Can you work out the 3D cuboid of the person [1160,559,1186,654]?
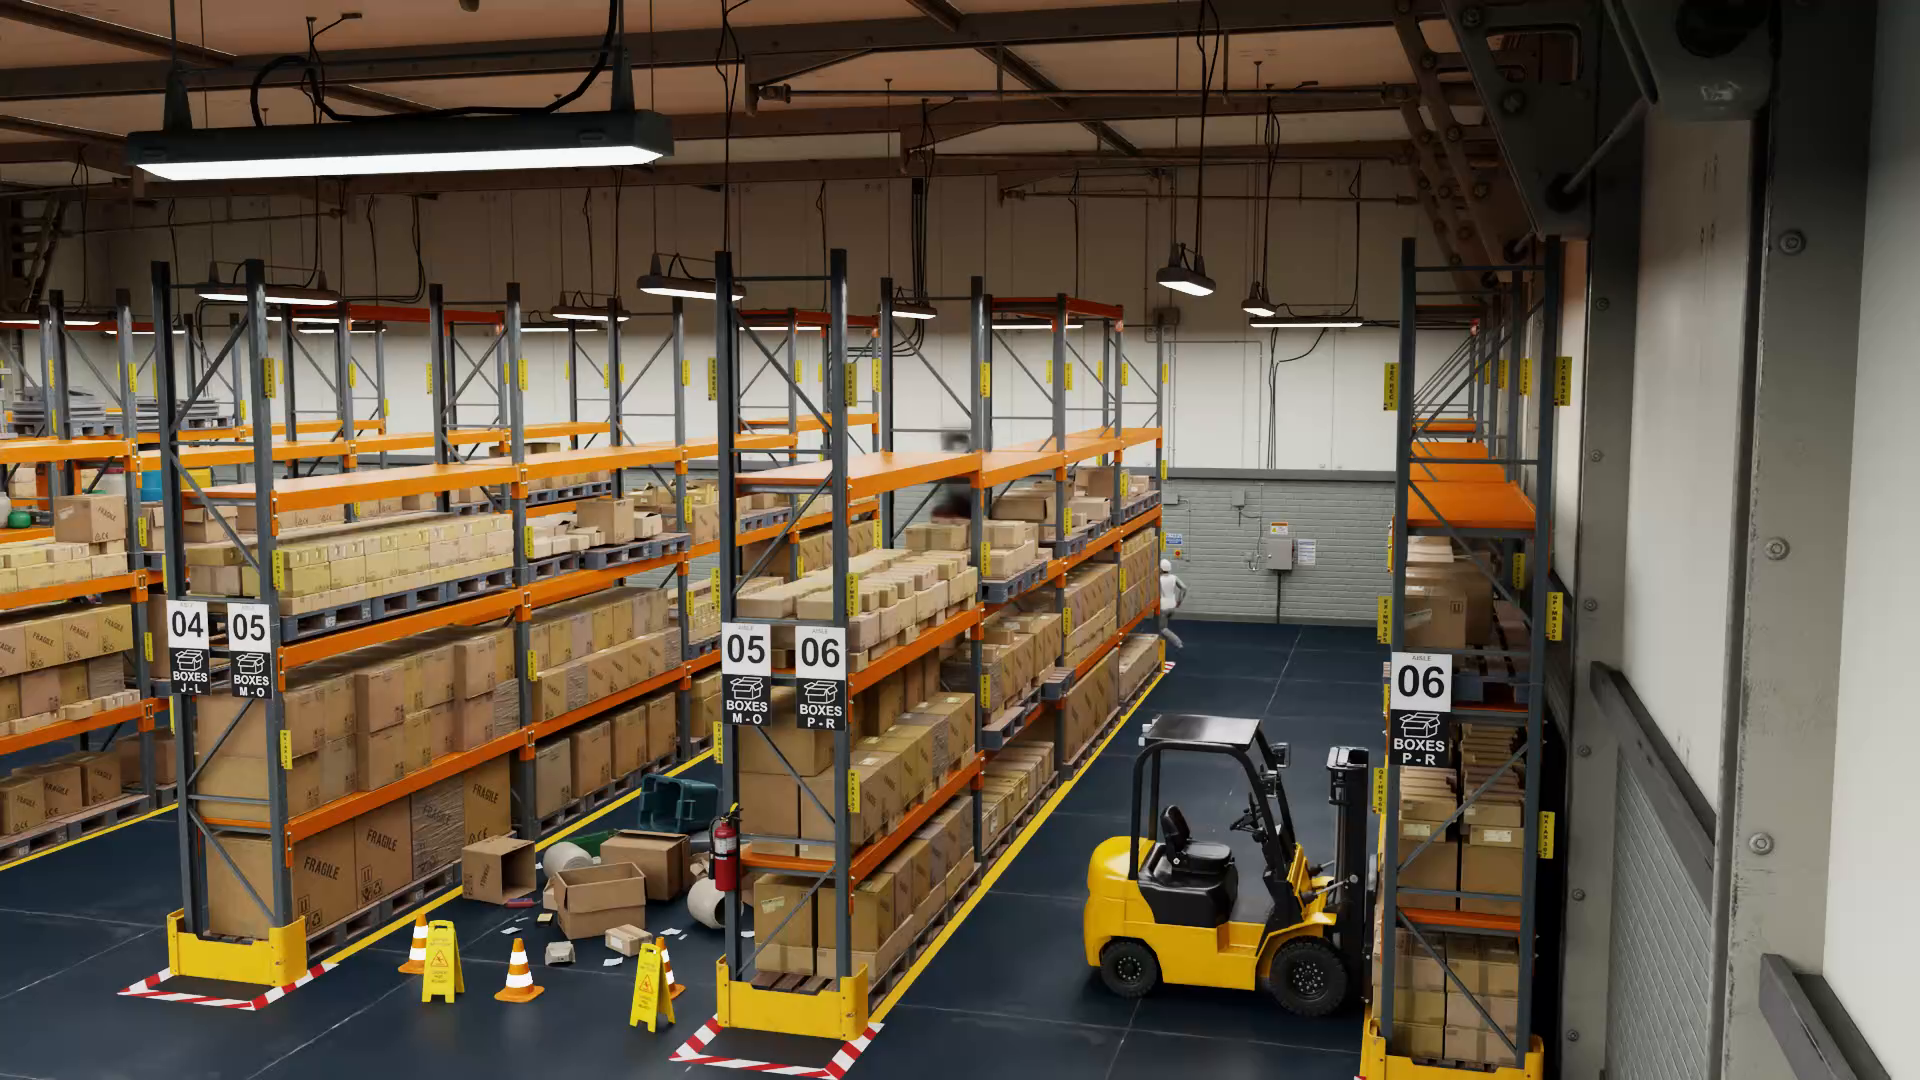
[{"bbox_3d":[3.577,1.198,29.291,0.675,1.756,0.850,-4,7,-35],"label":"person"}]
